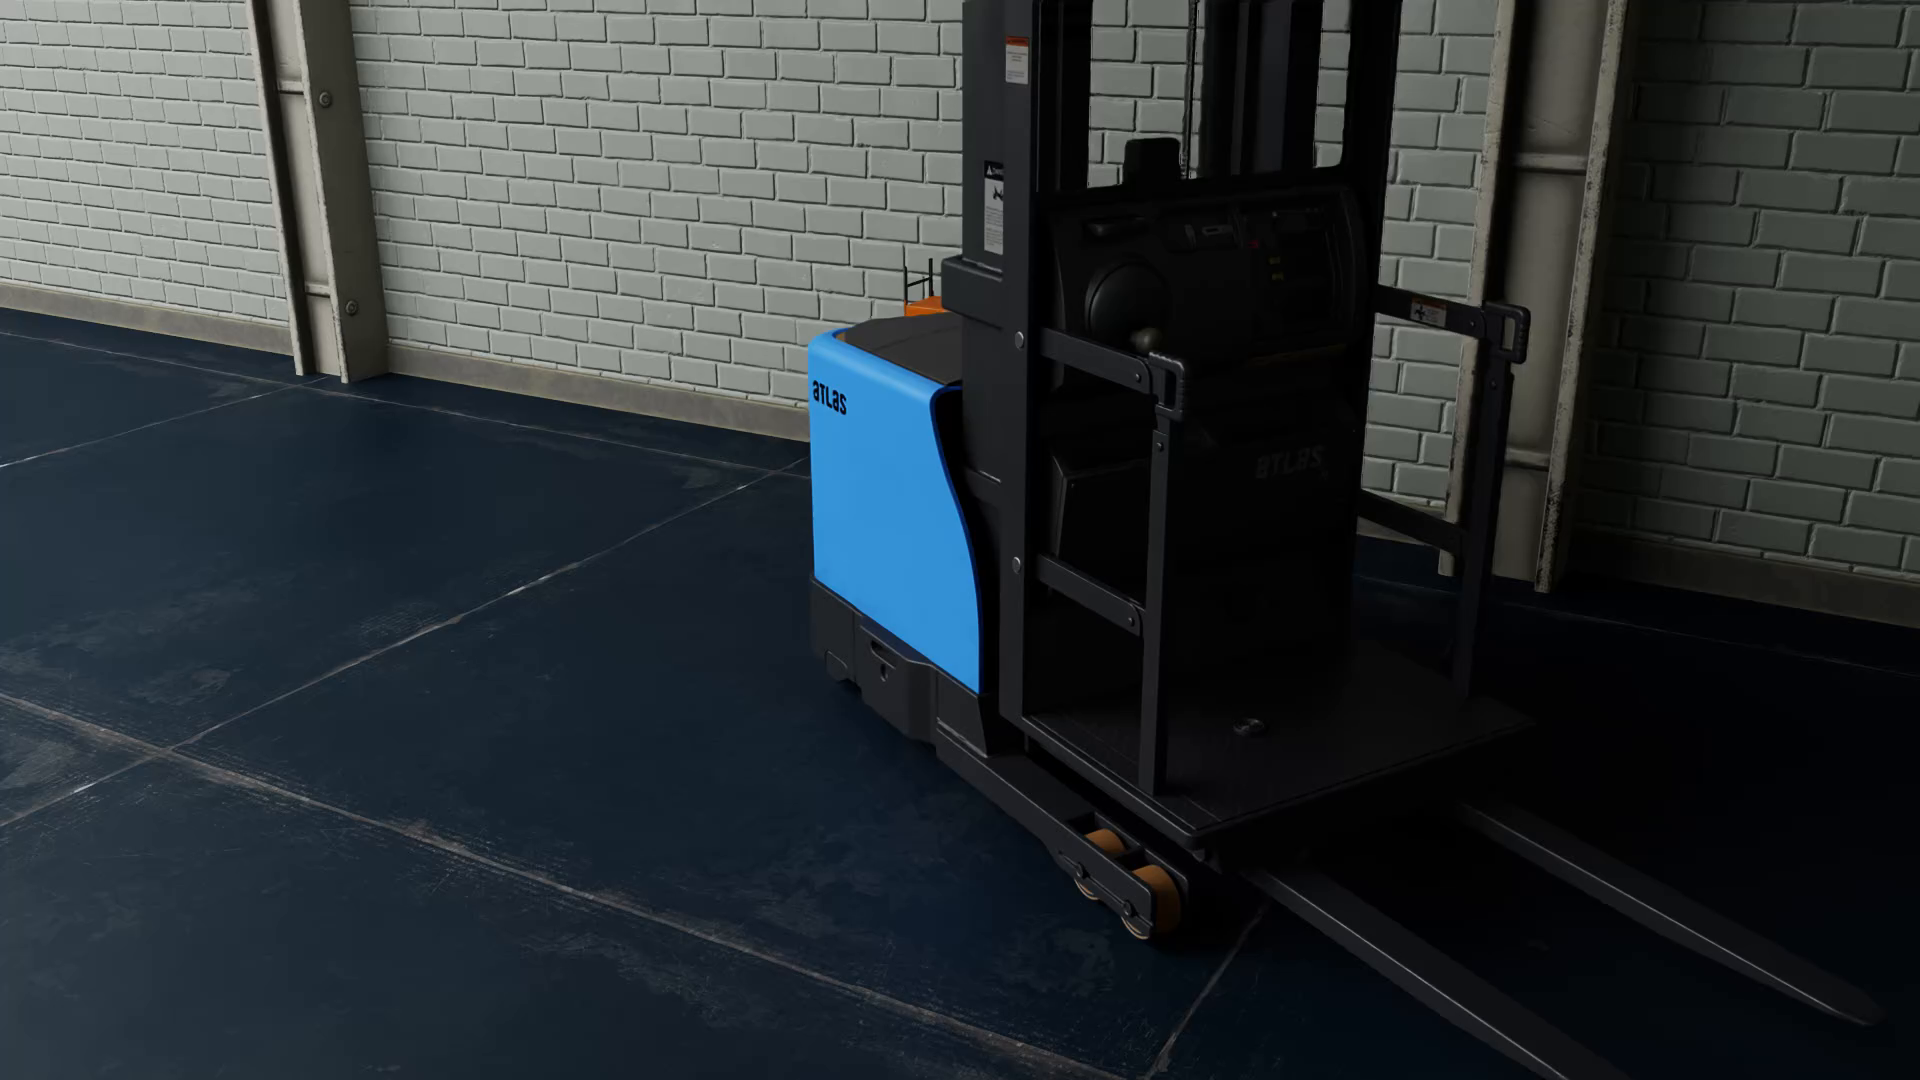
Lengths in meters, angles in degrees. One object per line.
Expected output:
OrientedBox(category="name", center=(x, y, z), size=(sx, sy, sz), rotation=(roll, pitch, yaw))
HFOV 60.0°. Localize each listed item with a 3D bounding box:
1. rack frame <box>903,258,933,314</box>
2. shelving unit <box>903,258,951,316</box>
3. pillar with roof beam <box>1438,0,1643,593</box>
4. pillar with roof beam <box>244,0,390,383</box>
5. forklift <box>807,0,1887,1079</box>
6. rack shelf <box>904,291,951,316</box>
OrientedBox(category="rack frame", center=(-0.153, -0.523, 6.266), size=(0.008, 1.050, 0.200), rotation=(11, 23, 27))
OrientedBox(category="shelving unit", center=(-0.047, -0.502, 6.211), size=(0.252, 1.050, 0.215), rotation=(11, 23, 27))
OrientedBox(category="pillar with roof beam", center=(-0.121, -2.839, 0.994), size=(0.400, 9.000, 9.100), rotation=(11, 23, 27))
OrientedBox(category="pillar with roof beam", center=(-5.359, -3.836, 3.745), size=(0.400, 9.000, 9.100), rotation=(11, 23, 27))
OrientedBox(category="forklift", center=(0.720, -0.639, 3.828), size=(1.130, 2.935, 3.031), rotation=(-12, 23, -29))
OrientedBox(category="rack shelf", center=(-0.047, -0.759, 6.117), size=(0.240, 0.259, 0.215), rotation=(11, 23, 27))
